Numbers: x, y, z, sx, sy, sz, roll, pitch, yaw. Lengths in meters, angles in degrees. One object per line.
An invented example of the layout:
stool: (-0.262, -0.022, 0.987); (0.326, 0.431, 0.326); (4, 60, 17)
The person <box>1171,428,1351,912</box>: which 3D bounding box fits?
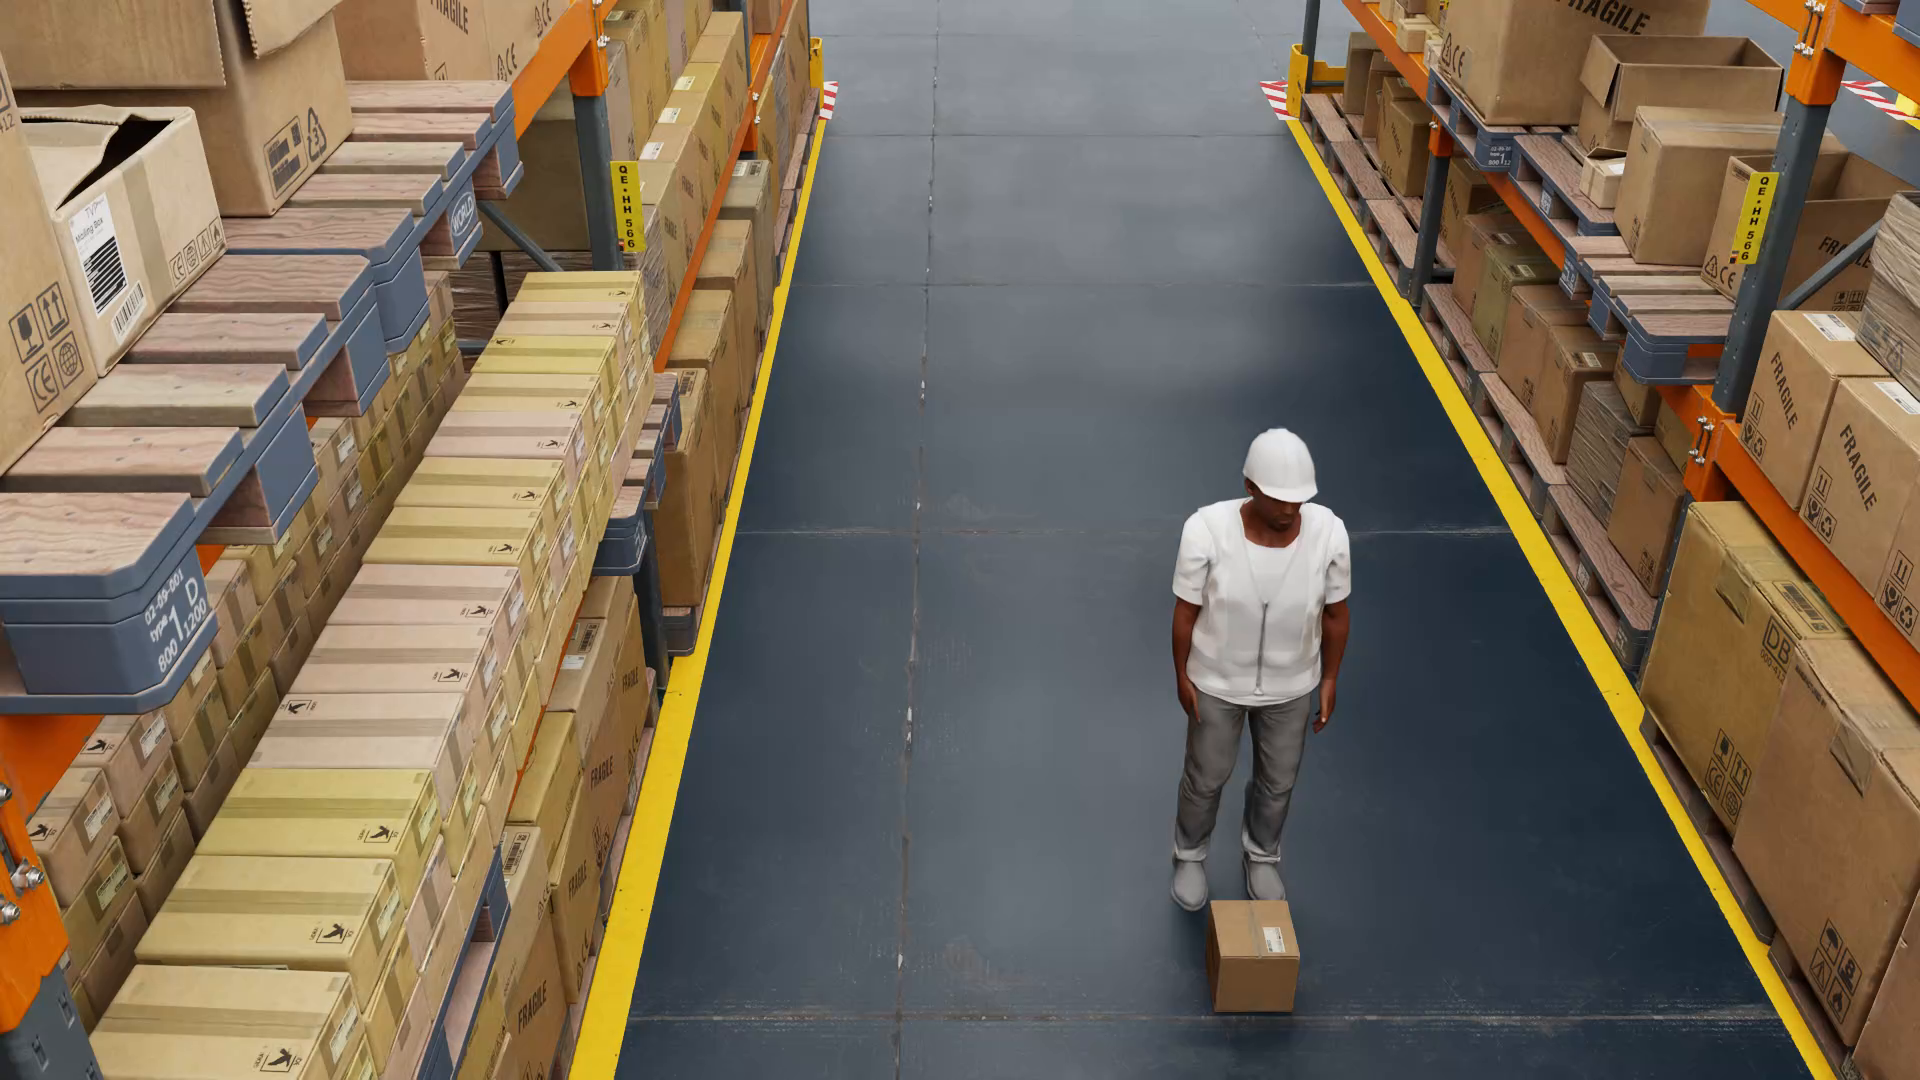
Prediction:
person: (0.956, 0.443, 5.391); (0.564, 1.768, 0.355); (1, 31, 1)
